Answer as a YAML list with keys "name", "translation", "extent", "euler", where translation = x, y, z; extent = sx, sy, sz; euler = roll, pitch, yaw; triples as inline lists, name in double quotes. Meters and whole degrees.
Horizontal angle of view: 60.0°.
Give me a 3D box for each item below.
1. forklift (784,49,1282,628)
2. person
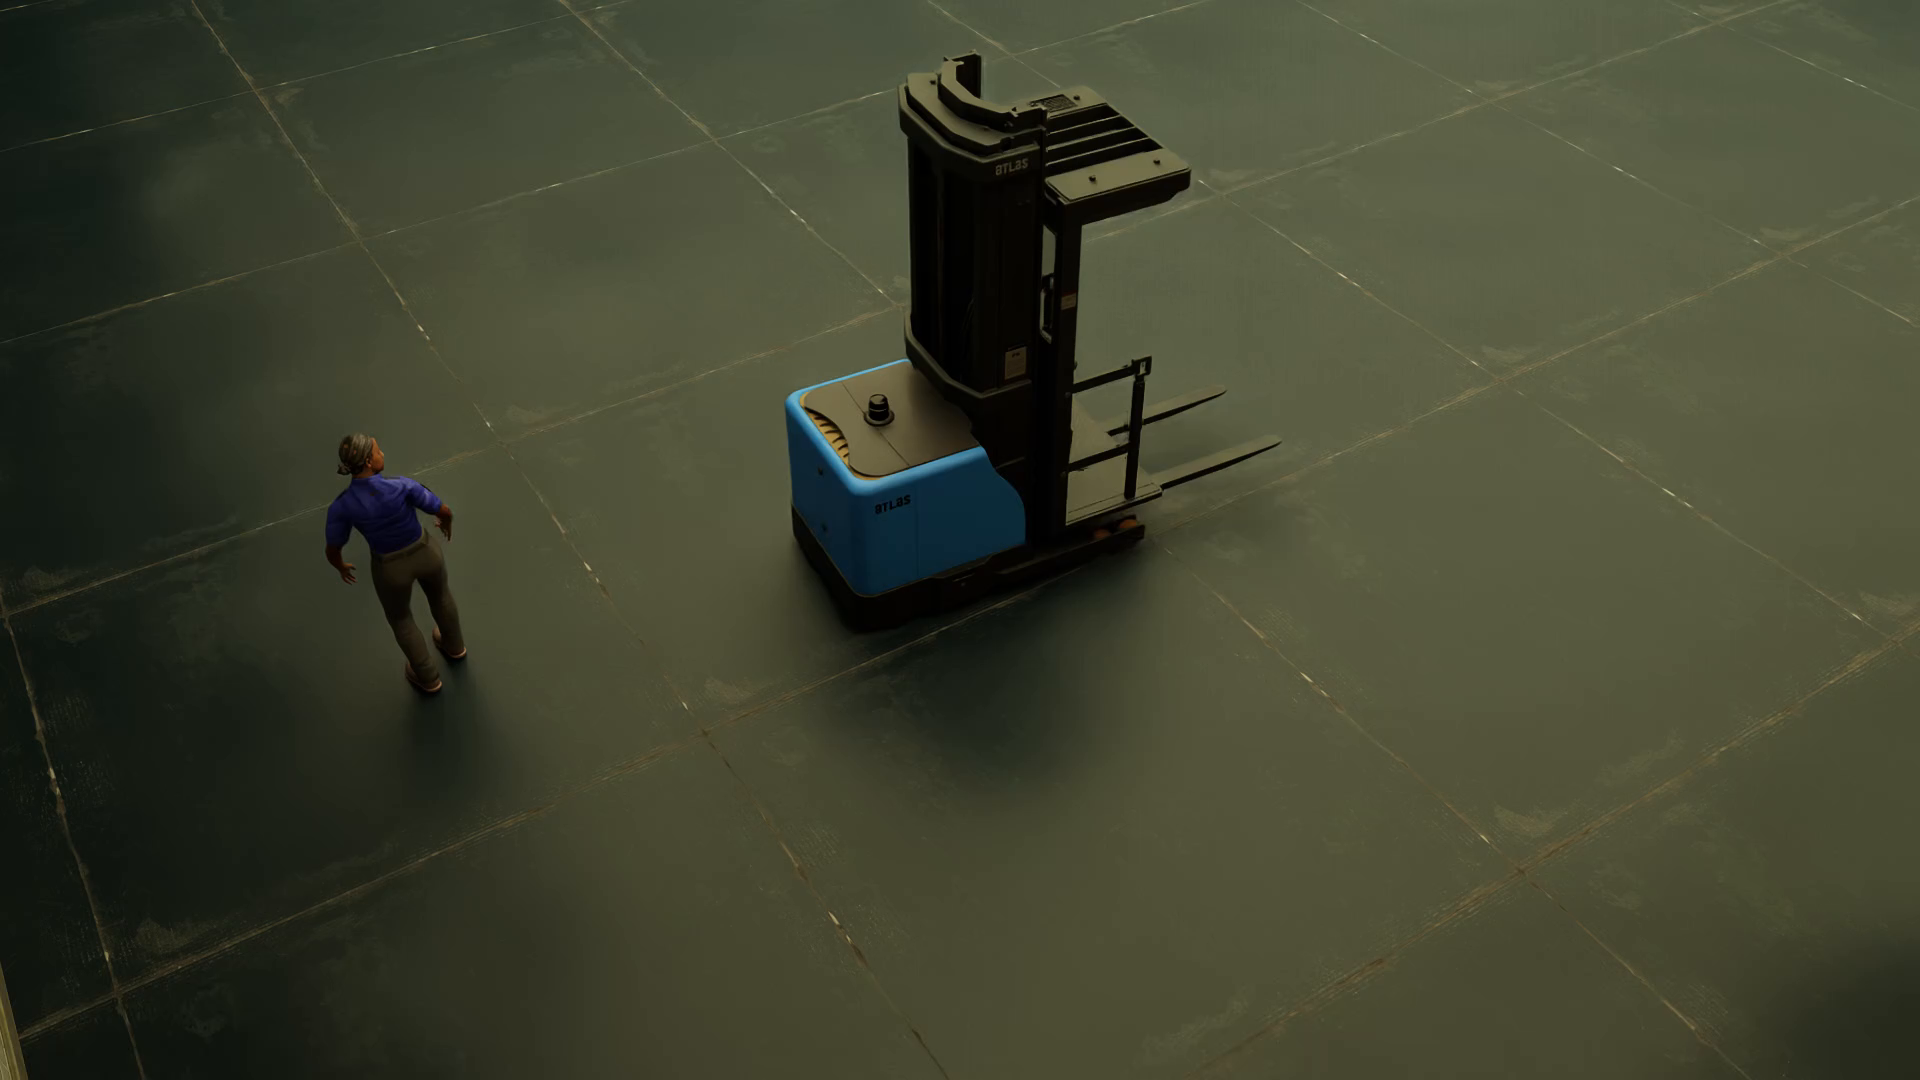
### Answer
- name: "forklift"
  translation: [0.538, -1.294, 9.352]
  extent: [3.031, 2.935, 1.130]
  euler: [-19, 45, -21]
- name: "person"
  translation: [-2.977, 0.095, 8.756]
  extent: [0.648, 1.634, 0.466]
  euler: [-22, 46, -23]
